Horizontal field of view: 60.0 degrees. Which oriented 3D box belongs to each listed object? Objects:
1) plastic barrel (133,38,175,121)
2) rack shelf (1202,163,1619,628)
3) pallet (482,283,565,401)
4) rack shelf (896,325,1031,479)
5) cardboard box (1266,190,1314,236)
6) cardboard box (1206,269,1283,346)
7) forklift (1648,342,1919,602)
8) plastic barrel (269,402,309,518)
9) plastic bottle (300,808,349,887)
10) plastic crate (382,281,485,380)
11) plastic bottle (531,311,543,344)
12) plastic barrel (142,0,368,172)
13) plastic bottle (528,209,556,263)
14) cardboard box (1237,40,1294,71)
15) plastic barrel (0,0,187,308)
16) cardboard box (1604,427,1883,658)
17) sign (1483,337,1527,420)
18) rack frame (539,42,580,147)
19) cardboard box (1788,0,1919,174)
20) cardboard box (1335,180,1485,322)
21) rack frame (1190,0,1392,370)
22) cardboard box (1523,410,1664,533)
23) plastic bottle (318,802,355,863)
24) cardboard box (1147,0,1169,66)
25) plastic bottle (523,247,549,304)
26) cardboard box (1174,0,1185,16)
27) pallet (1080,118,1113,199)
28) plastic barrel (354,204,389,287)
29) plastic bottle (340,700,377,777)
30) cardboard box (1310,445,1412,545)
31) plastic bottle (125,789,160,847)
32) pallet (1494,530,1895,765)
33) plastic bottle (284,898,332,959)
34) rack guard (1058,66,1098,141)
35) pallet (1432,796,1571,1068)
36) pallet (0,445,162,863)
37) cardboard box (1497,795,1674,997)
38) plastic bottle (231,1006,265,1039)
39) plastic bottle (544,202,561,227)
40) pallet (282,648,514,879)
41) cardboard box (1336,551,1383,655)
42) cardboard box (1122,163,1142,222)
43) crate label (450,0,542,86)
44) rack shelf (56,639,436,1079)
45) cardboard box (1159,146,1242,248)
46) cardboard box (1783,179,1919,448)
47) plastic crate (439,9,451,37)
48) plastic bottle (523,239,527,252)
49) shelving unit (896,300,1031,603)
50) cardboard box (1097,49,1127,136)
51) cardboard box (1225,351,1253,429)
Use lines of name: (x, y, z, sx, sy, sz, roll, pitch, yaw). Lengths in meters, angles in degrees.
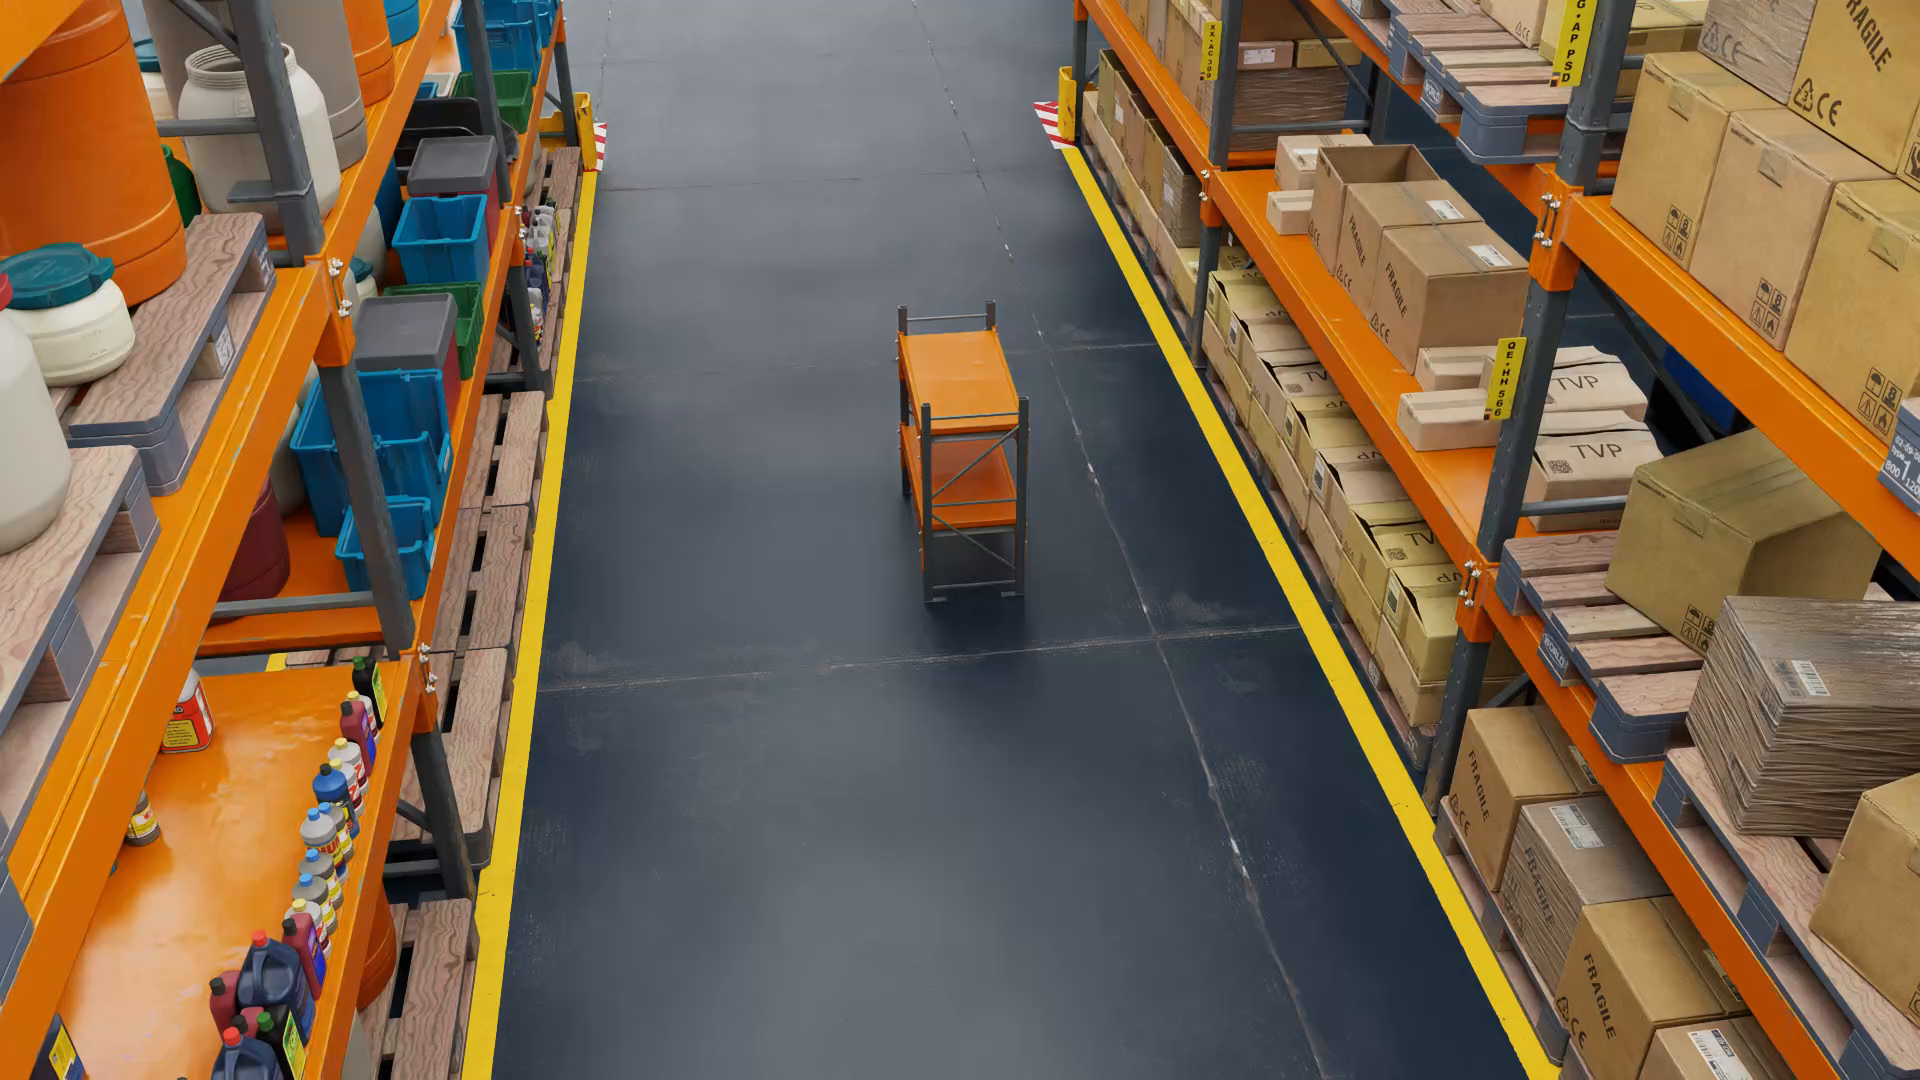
plastic barrel: (-2.832, -1.636, 5.946, 0.301, 0.262, 0.301, 0, 34, 0)
rack shelf: (2.210, -0.953, 8.124, 1.077, 0.370, 4.000, -4, 35, -6)
pallet: (-3.017, -1.219, 10.351, 1.003, 0.211, 1.213, -4, 35, -6)
rack shelf: (0.001, -0.703, 8.263, 0.538, 0.278, 1.000, -4, 35, -6)
cardboard box: (1.858, -1.753, 8.881, 0.380, 0.149, 0.250, -4, 35, -6)
cardboard box: (1.750, -1.386, 9.691, 0.500, 0.311, 0.500, -4, 35, -6)
forklift: (4.802, -1.194, 7.900, 1.130, 2.935, 3.031, -5, 35, -8)
plastic barrel: (-2.780, -0.365, 6.523, 0.421, 0.512, 0.421, 0, 34, 0)
plastic bottle: (-1.872, 0.897, 4.884, 0.097, 0.271, 0.097, 0, 34, 0)
plastic crate: (-2.454, -0.955, 7.676, 0.450, 0.188, 0.662, -4, 35, -6)
plastic bottle: (-2.590, -1.287, 10.068, 0.097, 0.201, 0.097, 0, 34, 0)
plastic barrel: (-2.325, -1.683, 5.447, 0.600, 0.901, 0.600, 0, 34, 0)
plastic bottle: (-2.772, -2.009, 10.996, 0.144, 0.351, 0.185, -3, 34, -4)
cardboard box: (1.692, -2.811, 9.547, 0.380, 0.149, 0.250, -4, 35, -6)
plastic barrel: (-2.356, -1.035, 4.187, 0.600, 0.830, 0.708, -4, 35, -6)
cardboard box: (2.676, -0.006, 5.634, 0.700, 0.500, 0.500, -16, 37, -22)
sign: (1.930, -0.569, 5.893, 0.100, 0.325, 0.005, -4, 35, -6)
rack frame: (-3.505, -4.226, 12.287, 1.000, 3.000, 0.127, -4, 35, -6)
cardboard box: (2.600, -1.300, 4.354, 0.500, 0.500, 0.500, -4, 35, -6)
cardboard box: (2.167, -1.405, 8.059, 0.500, 0.500, 0.500, -4, 35, -6)
rack frame: (1.941, -2.366, 9.559, 1.000, 3.000, 0.127, -4, 35, -6)
cardboard box: (2.474, -0.304, 6.611, 0.500, 0.311, 0.500, -2, 34, -3)
plastic bottle: (-1.885, 0.872, 4.984, 0.097, 0.201, 0.097, 0, 34, 0)
cardboard box: (1.664, -3.515, 11.155, 0.700, 0.500, 0.500, -3, 34, -5)
plastic bottle: (-2.690, -1.668, 10.495, 0.144, 0.351, 0.185, -6, 35, -8)
cardboard box: (1.557, -3.379, 10.380, 0.380, 0.149, 0.250, -5, 35, -7)
pallet: (1.548, -3.023, 12.998, 1.003, 0.211, 1.213, -4, 35, -6)
plastic barrel: (-3.056, -1.499, 8.165, 0.433, 0.535, 0.433, 0, 34, 0)
plastic bottle: (-1.921, 0.609, 5.296, 0.061, 0.283, 0.133, -4, 35, -6)
cardboard box: (2.023, -0.248, 8.022, 0.500, 0.311, 0.500, -5, 35, -7)
plastic bottle: (-2.508, 0.825, 5.052, 0.097, 0.201, 0.097, 0, 34, 0)
pallet: (2.640, 0.318, 5.790, 1.213, 0.211, 1.003, -4, 35, -6)
plastic bottle: (-1.832, 1.089, 4.665, 0.097, 0.201, 0.097, 0, 34, 0)
rack guard: (1.400, -3.579, 13.558, 1.175, 0.500, 0.348, -4, 35, -6)
pallet: (2.542, 1.437, 6.453, 1.003, 0.211, 1.213, -4, 35, -6)
pallet: (-2.249, 0.247, 3.229, 1.003, 0.211, 1.213, -4, 35, -6)
cardboard box: (2.333, 1.284, 6.031, 0.500, 0.500, 0.500, -6, 35, -8)
plastic bottle: (-1.816, 1.300, 4.282, 0.061, 0.283, 0.133, -4, 35, -6)
plastic bottle: (-2.824, -2.259, 11.496, 0.097, 0.201, 0.097, 0, 34, 0)
pallet: (-2.495, 0.956, 7.160, 1.003, 0.211, 1.213, -4, 35, -6)
cardboard box: (2.094, 0.266, 7.765, 0.500, 0.250, 0.500, -5, 35, -7)
cardboard box: (1.455, -2.483, 11.798, 0.500, 0.250, 0.500, -4, 35, -6)
crate label: (-2.990, -3.234, 10.800, 0.502, 0.435, 0.616, -4, 35, -6)
rack shelf: (-2.161, 1.652, 4.301, 1.077, 0.370, 4.000, -4, 35, -6)
cardboard box: (1.607, -2.236, 10.770, 0.500, 0.500, 0.500, -4, 35, -6)
cardboard box: (2.710, -0.600, 4.214, 0.910, 0.500, 0.500, -4, 35, -6)
plastic crate: (-3.704, -3.593, 11.593, 0.298, 0.136, 0.250, -4, 35, -6)
plastic bottle: (-2.891, -1.849, 10.827, 0.152, 0.276, 0.135, -4, 35, -6)
shelving unit: (0.001, -0.461, 8.428, 0.538, 1.125, 1.048, -4, 35, -6)
cardboard box: (1.324, -3.351, 12.406, 0.500, 0.500, 0.500, -4, 35, -6)
cardboard box: (1.817, -0.875, 9.438, 0.500, 0.250, 0.500, -4, 34, -5)
